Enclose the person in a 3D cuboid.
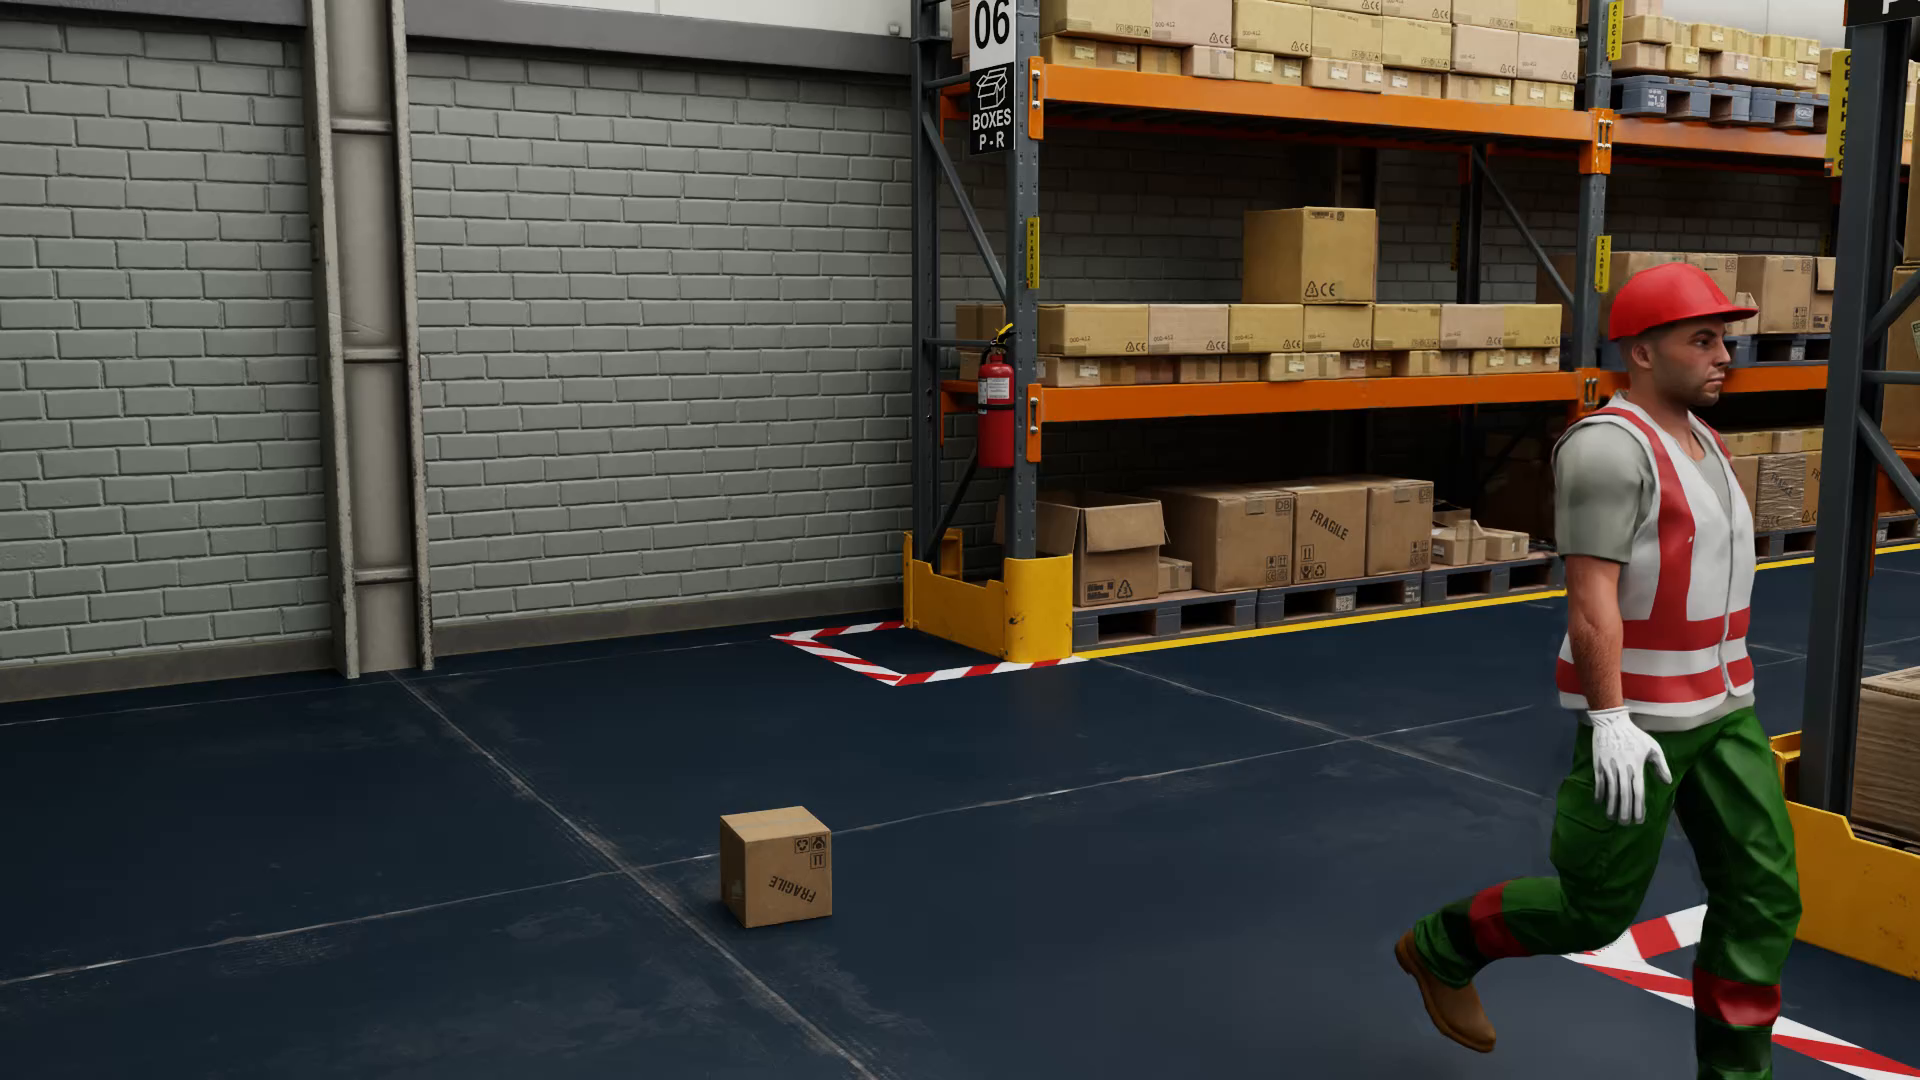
[{"bbox_3d":[1.346,0.331,3.351,0.568,1.757,0.940,-6,10,-36],"label":"person"}]
